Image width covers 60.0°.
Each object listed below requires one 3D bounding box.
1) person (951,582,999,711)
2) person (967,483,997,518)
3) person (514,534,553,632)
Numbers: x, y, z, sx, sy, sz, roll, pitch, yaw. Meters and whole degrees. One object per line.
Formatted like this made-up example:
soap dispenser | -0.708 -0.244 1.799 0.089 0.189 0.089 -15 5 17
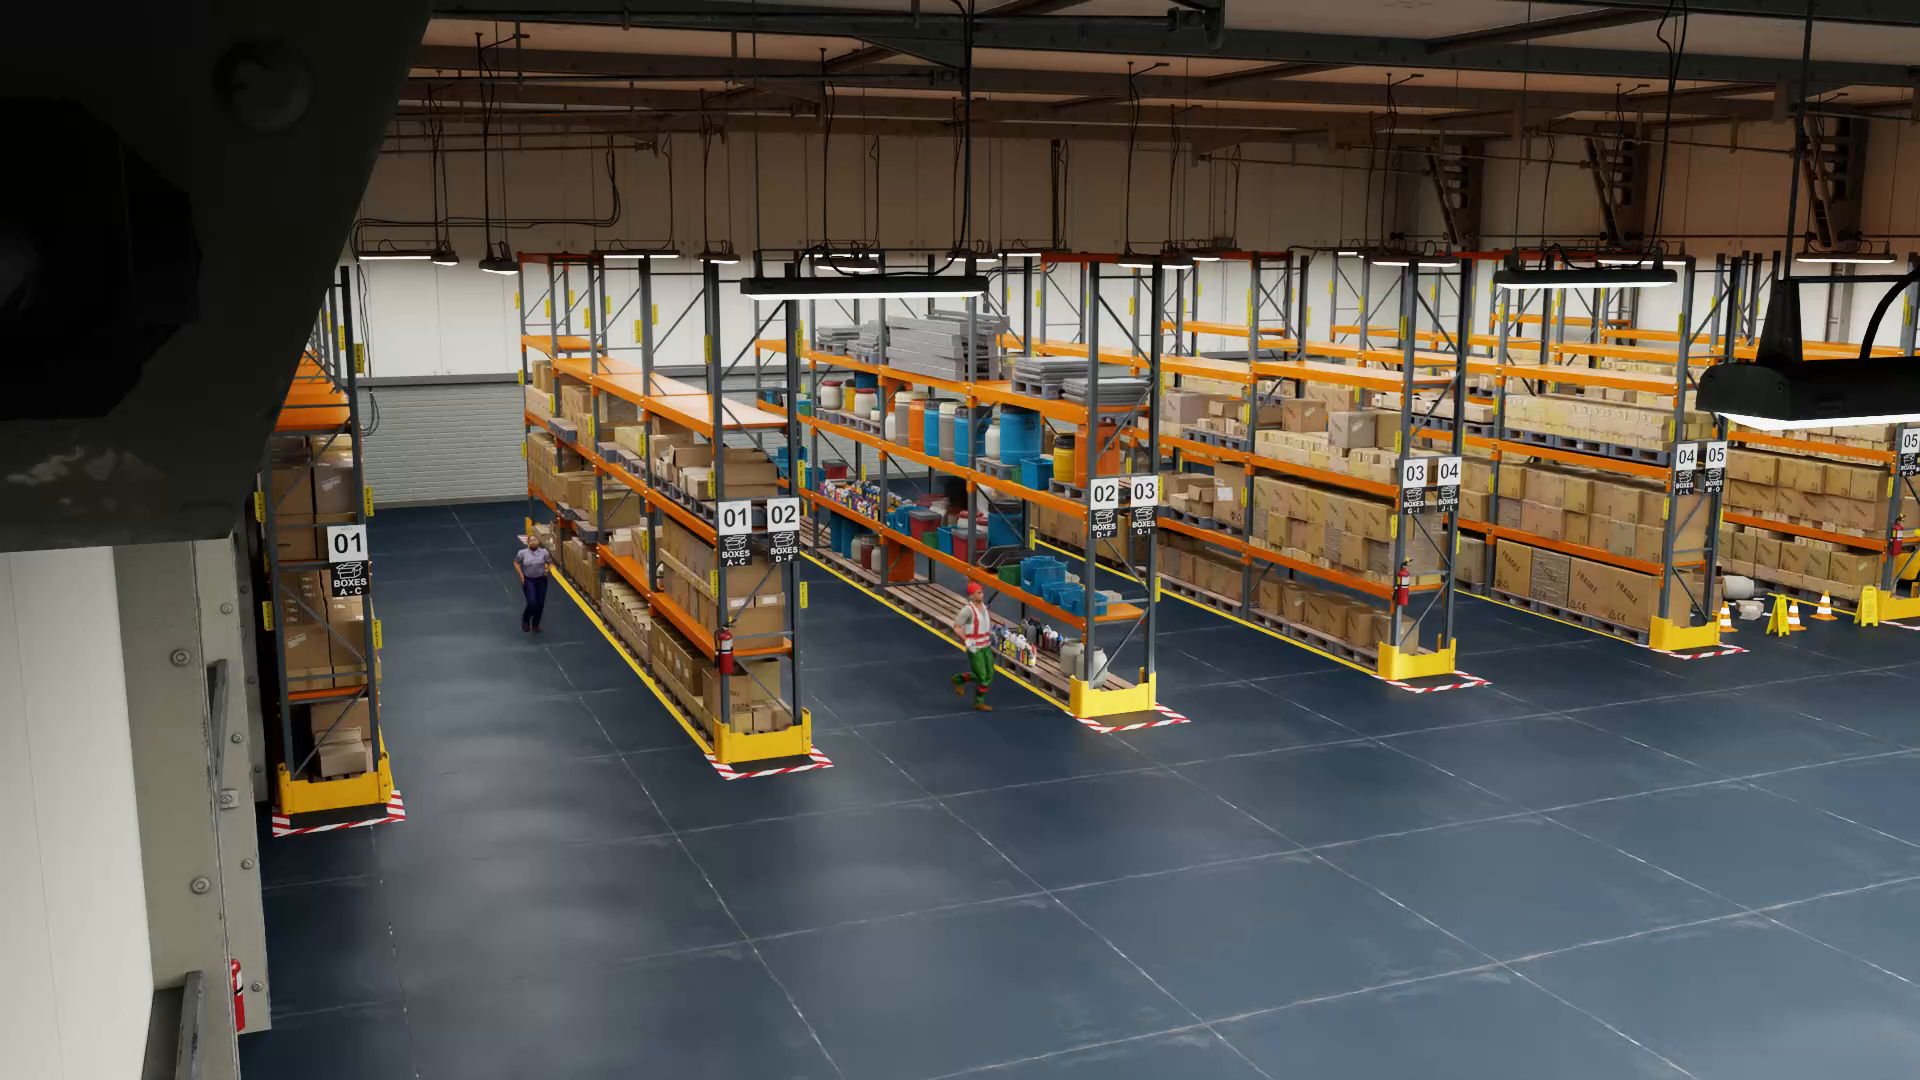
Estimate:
person | 0.192 1.425 22.453 0.628 1.741 0.654 8 13 38
person | 0.486 -0.635 33.975 0.570 1.702 0.745 -7 13 -35
person | -6.808 0.704 26.695 0.587 1.613 0.583 -5 11 -25
